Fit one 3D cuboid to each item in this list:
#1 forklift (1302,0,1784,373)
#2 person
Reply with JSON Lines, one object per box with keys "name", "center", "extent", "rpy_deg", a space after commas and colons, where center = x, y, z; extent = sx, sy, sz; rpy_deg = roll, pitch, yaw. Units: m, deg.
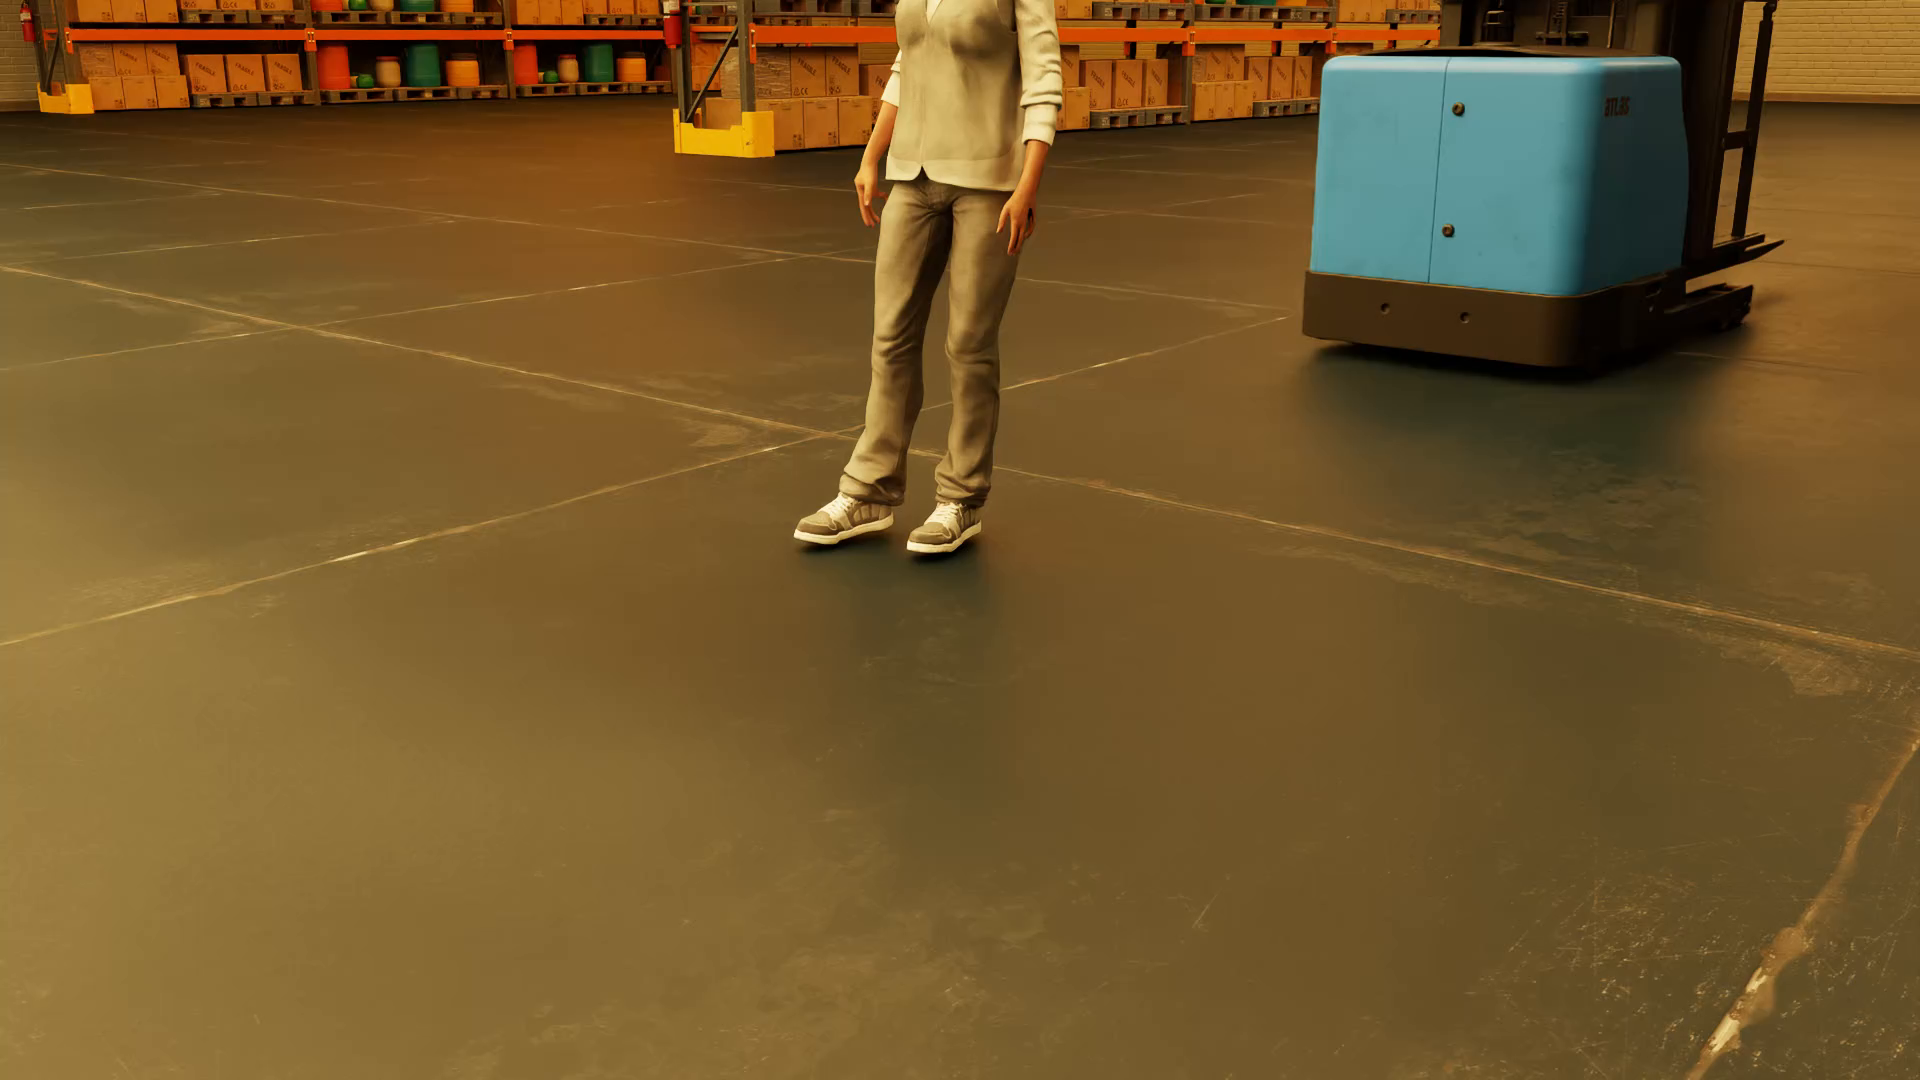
{"name": "forklift", "center": [2.630, -2.335, 6.586], "extent": [1.130, 2.935, 3.031], "rpy_deg": [14, 22, 39]}
{"name": "person", "center": [-0.059, -0.757, 3.661], "extent": [0.520, 1.599, 0.473], "rpy_deg": [13, 21, 37]}
